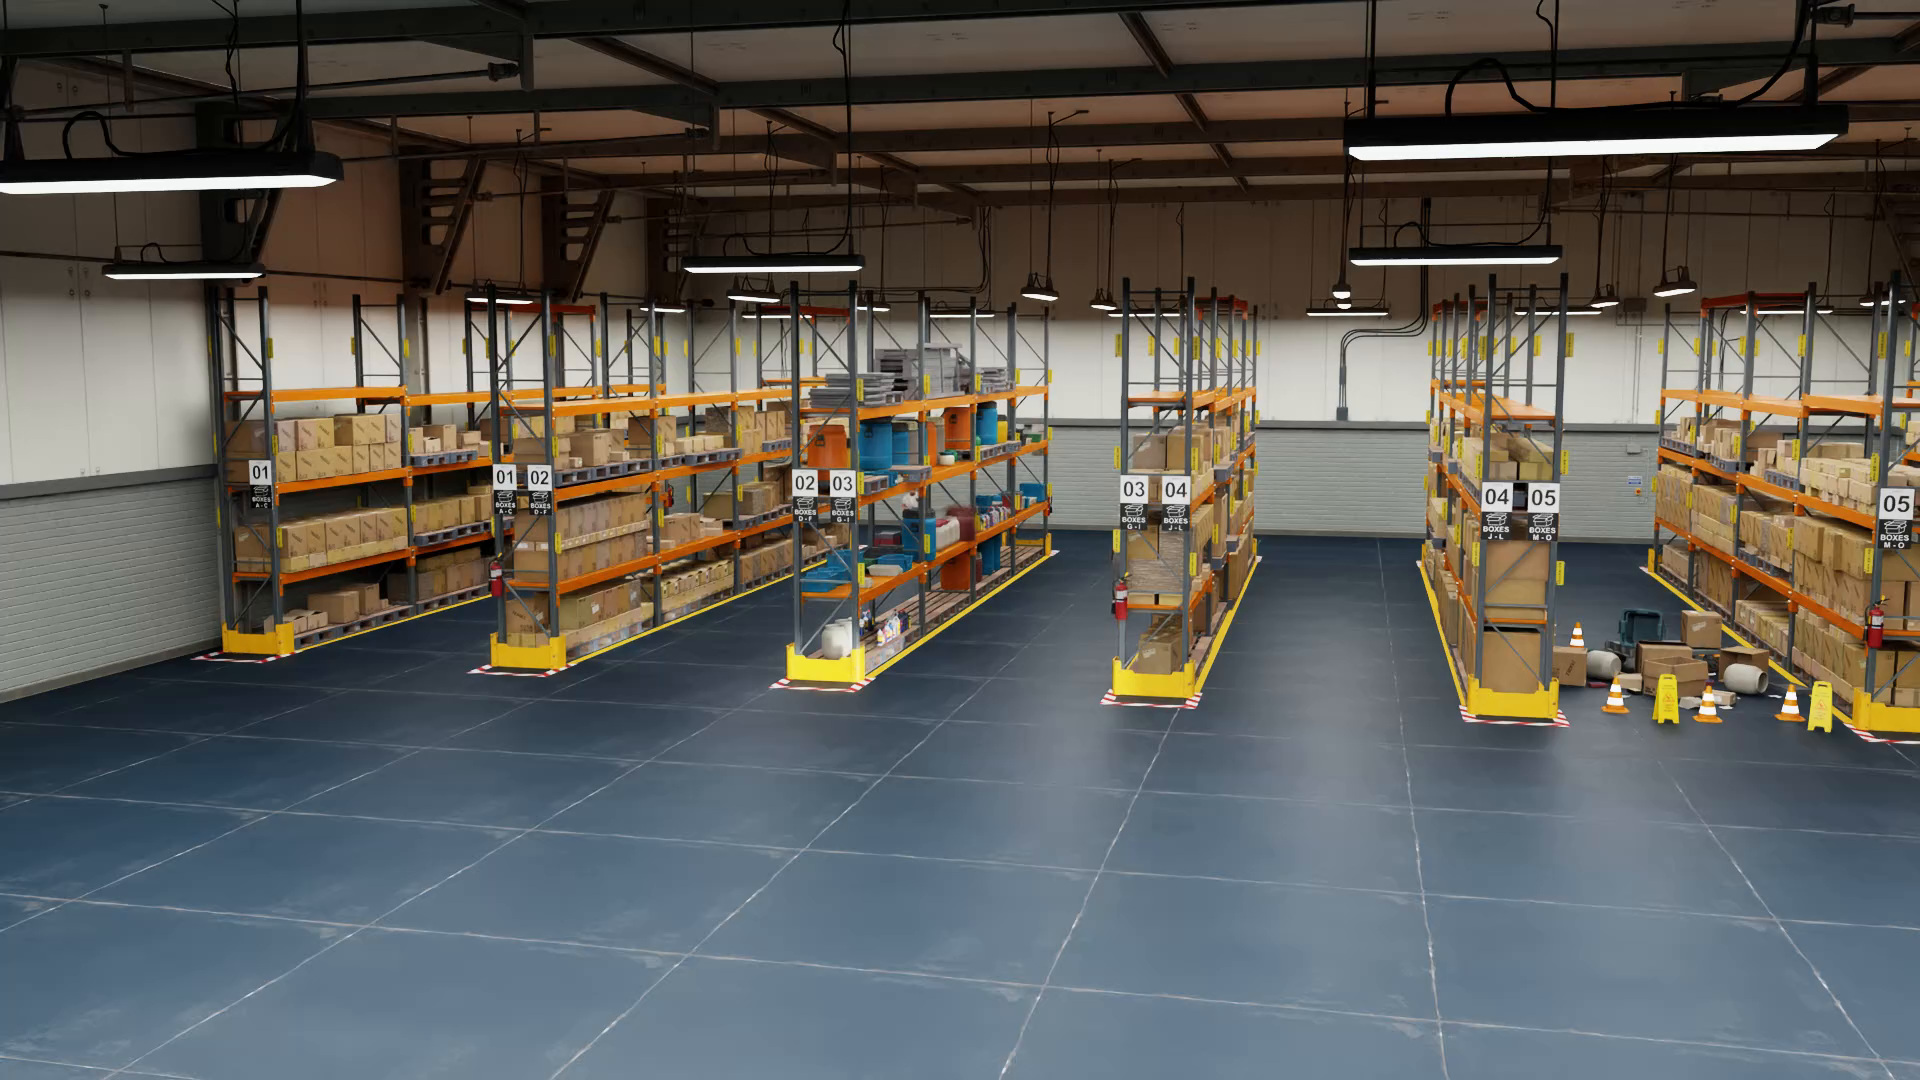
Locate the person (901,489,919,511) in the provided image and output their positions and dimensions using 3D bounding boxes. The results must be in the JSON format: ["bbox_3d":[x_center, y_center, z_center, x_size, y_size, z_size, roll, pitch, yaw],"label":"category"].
[{"bbox_3d":[-1.124,-0.609,41.674,0.631,1.673,0.726,3,7,23],"label":"person"}]

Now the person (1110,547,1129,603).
[{"bbox_3d":[3.245,0.440,32.809,0.518,1.636,0.567,0,7,-4],"label":"person"}]
